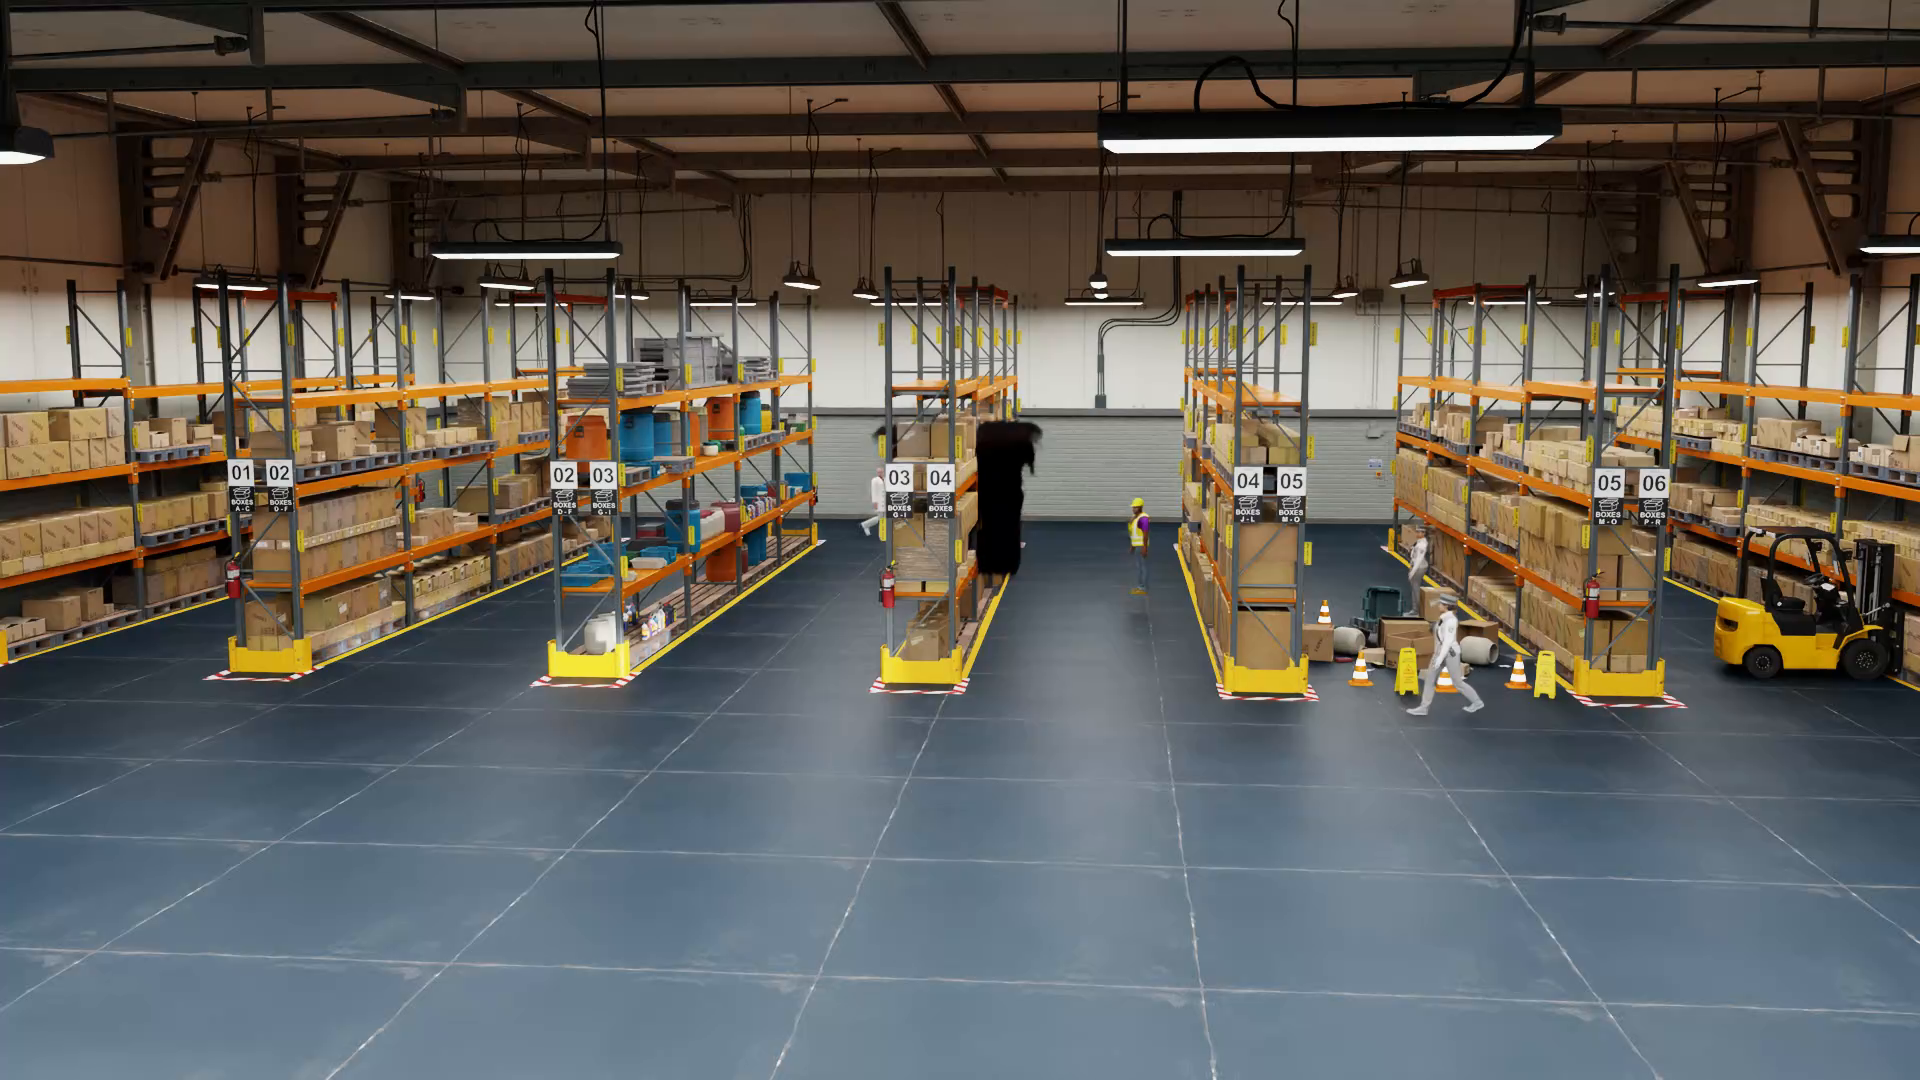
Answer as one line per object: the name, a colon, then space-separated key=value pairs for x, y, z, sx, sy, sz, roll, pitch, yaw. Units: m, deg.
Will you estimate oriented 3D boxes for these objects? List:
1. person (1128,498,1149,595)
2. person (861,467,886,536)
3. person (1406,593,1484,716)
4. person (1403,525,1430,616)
person: x=3.268 y=0.111 z=30.533 sx=0.364 sy=1.769 sz=0.590 roll=0 pitch=7 yaw=-4
person: x=-2.059 y=-0.959 z=41.819 sx=0.783 sy=1.747 sz=0.611 roll=1 pitch=7 yaw=12
person: x=6.443 y=1.522 z=21.988 sx=0.990 sy=1.637 sz=0.442 roll=-2 pitch=7 yaw=-13
person: x=8.192 y=0.571 z=29.821 sx=0.421 sy=1.721 sz=0.525 roll=5 pitch=8 yaw=33
